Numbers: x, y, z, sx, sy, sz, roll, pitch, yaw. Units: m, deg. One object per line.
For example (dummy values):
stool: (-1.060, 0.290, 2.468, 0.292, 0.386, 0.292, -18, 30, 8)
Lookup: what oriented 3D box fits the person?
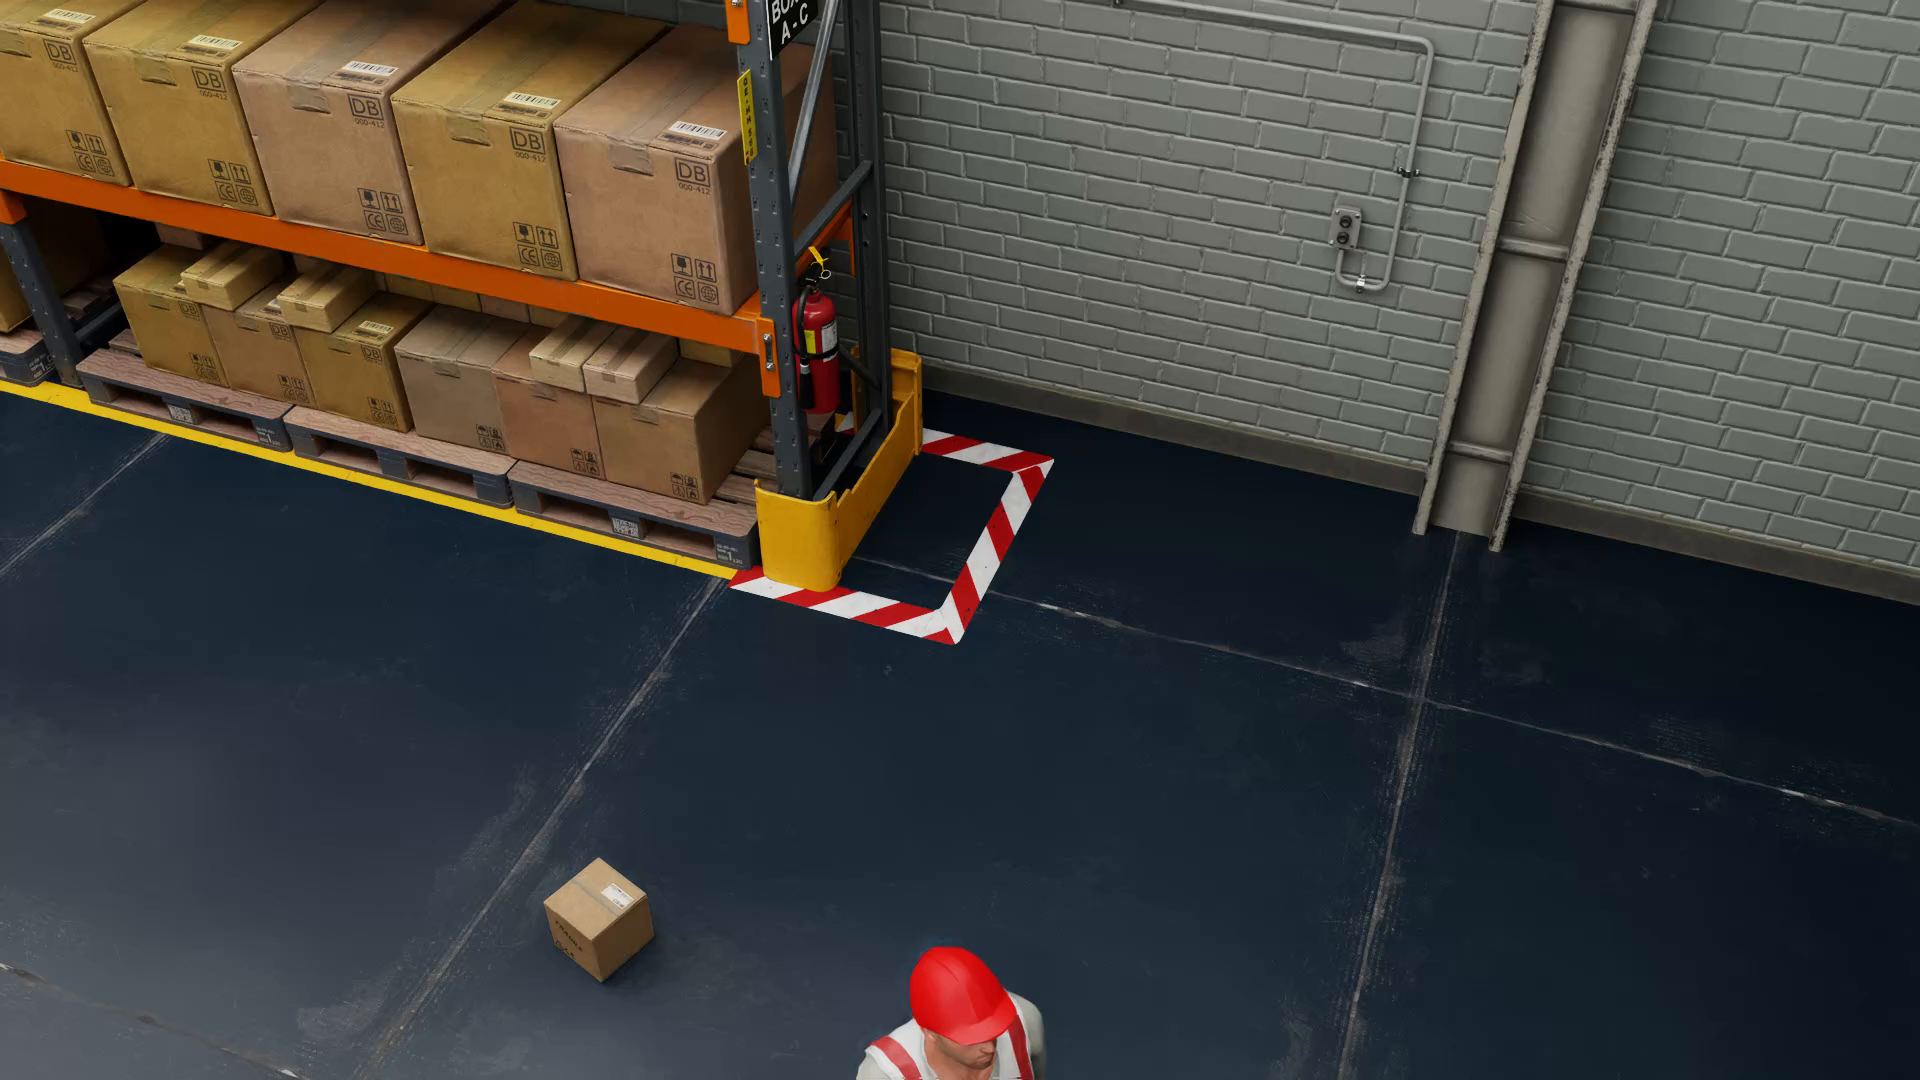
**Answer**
person: (-0.025, 1.618, 4.243, 0.563, 1.779, 0.571, -20, 45, -22)
